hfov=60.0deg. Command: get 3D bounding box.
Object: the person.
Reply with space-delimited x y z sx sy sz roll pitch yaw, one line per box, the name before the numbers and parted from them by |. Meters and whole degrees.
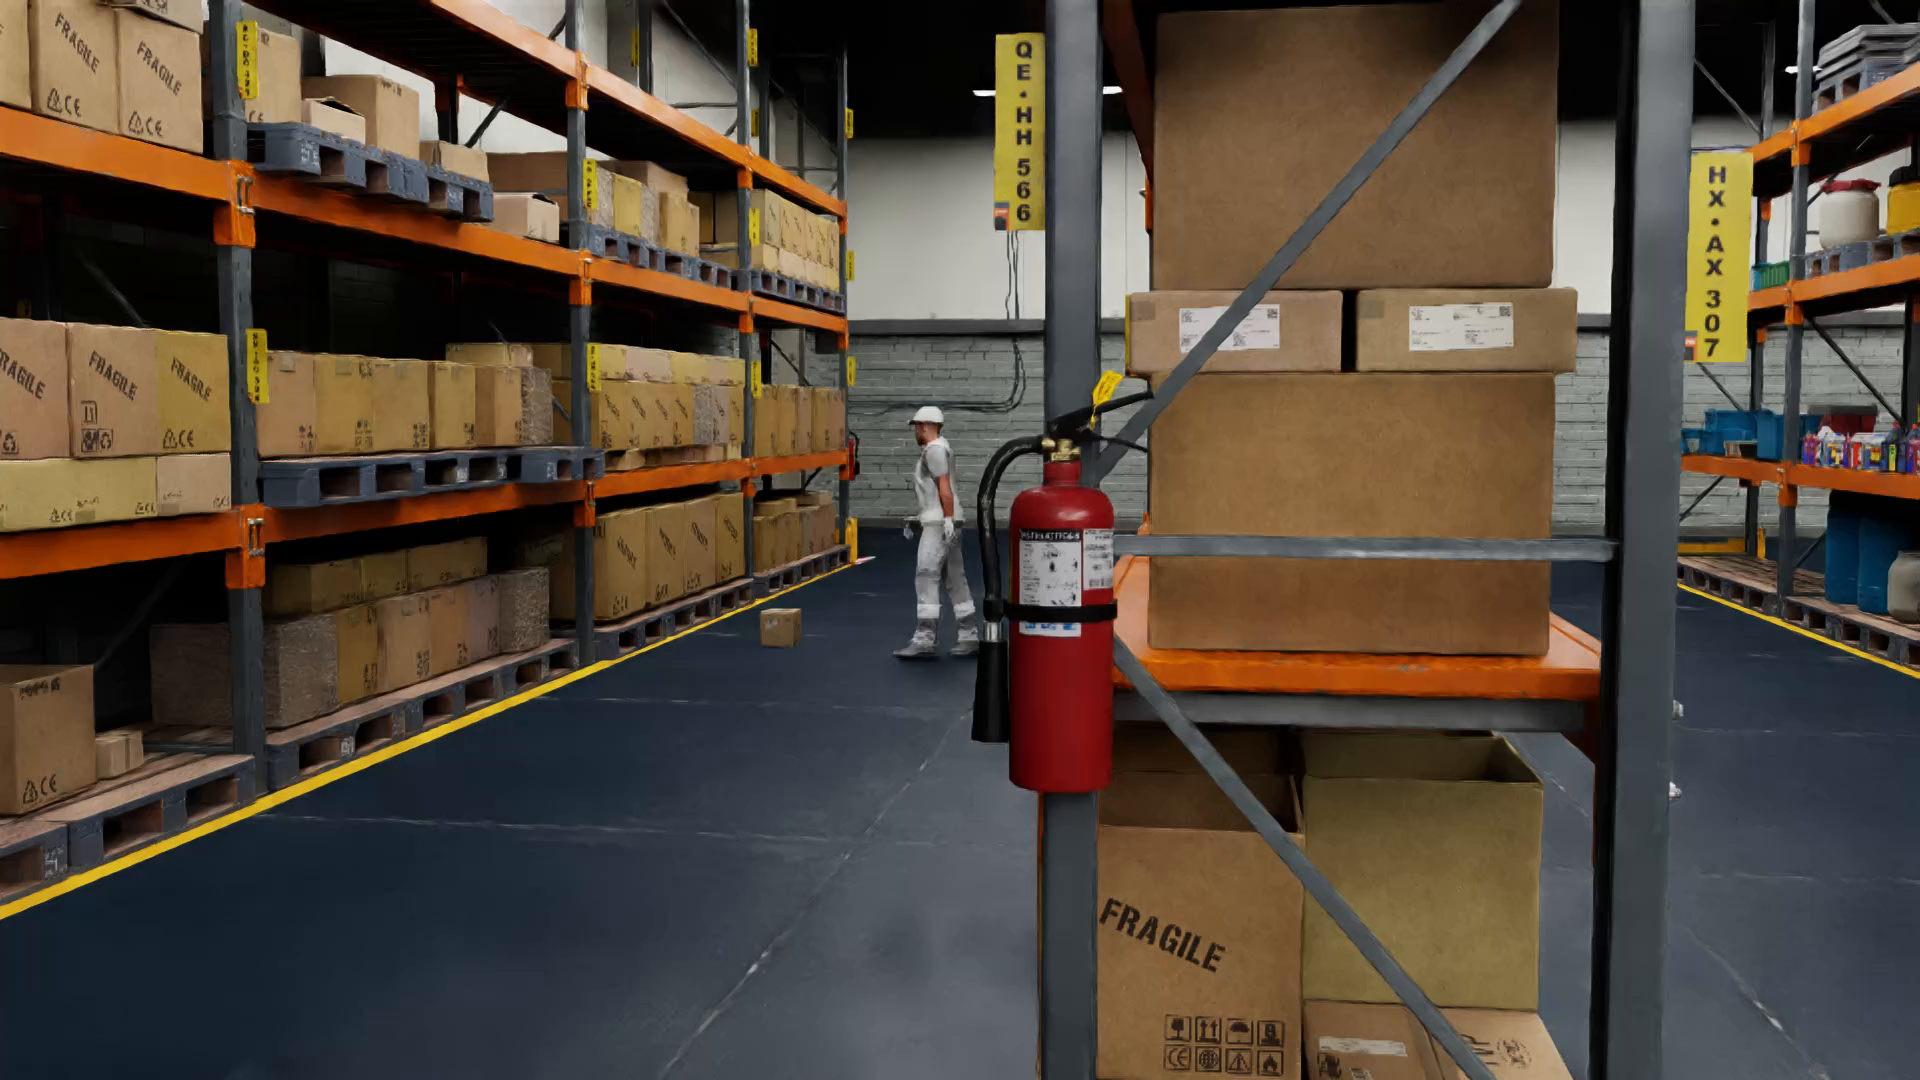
person | -0.149 -0.068 11.808 0.568 1.772 0.664 1 4 9
